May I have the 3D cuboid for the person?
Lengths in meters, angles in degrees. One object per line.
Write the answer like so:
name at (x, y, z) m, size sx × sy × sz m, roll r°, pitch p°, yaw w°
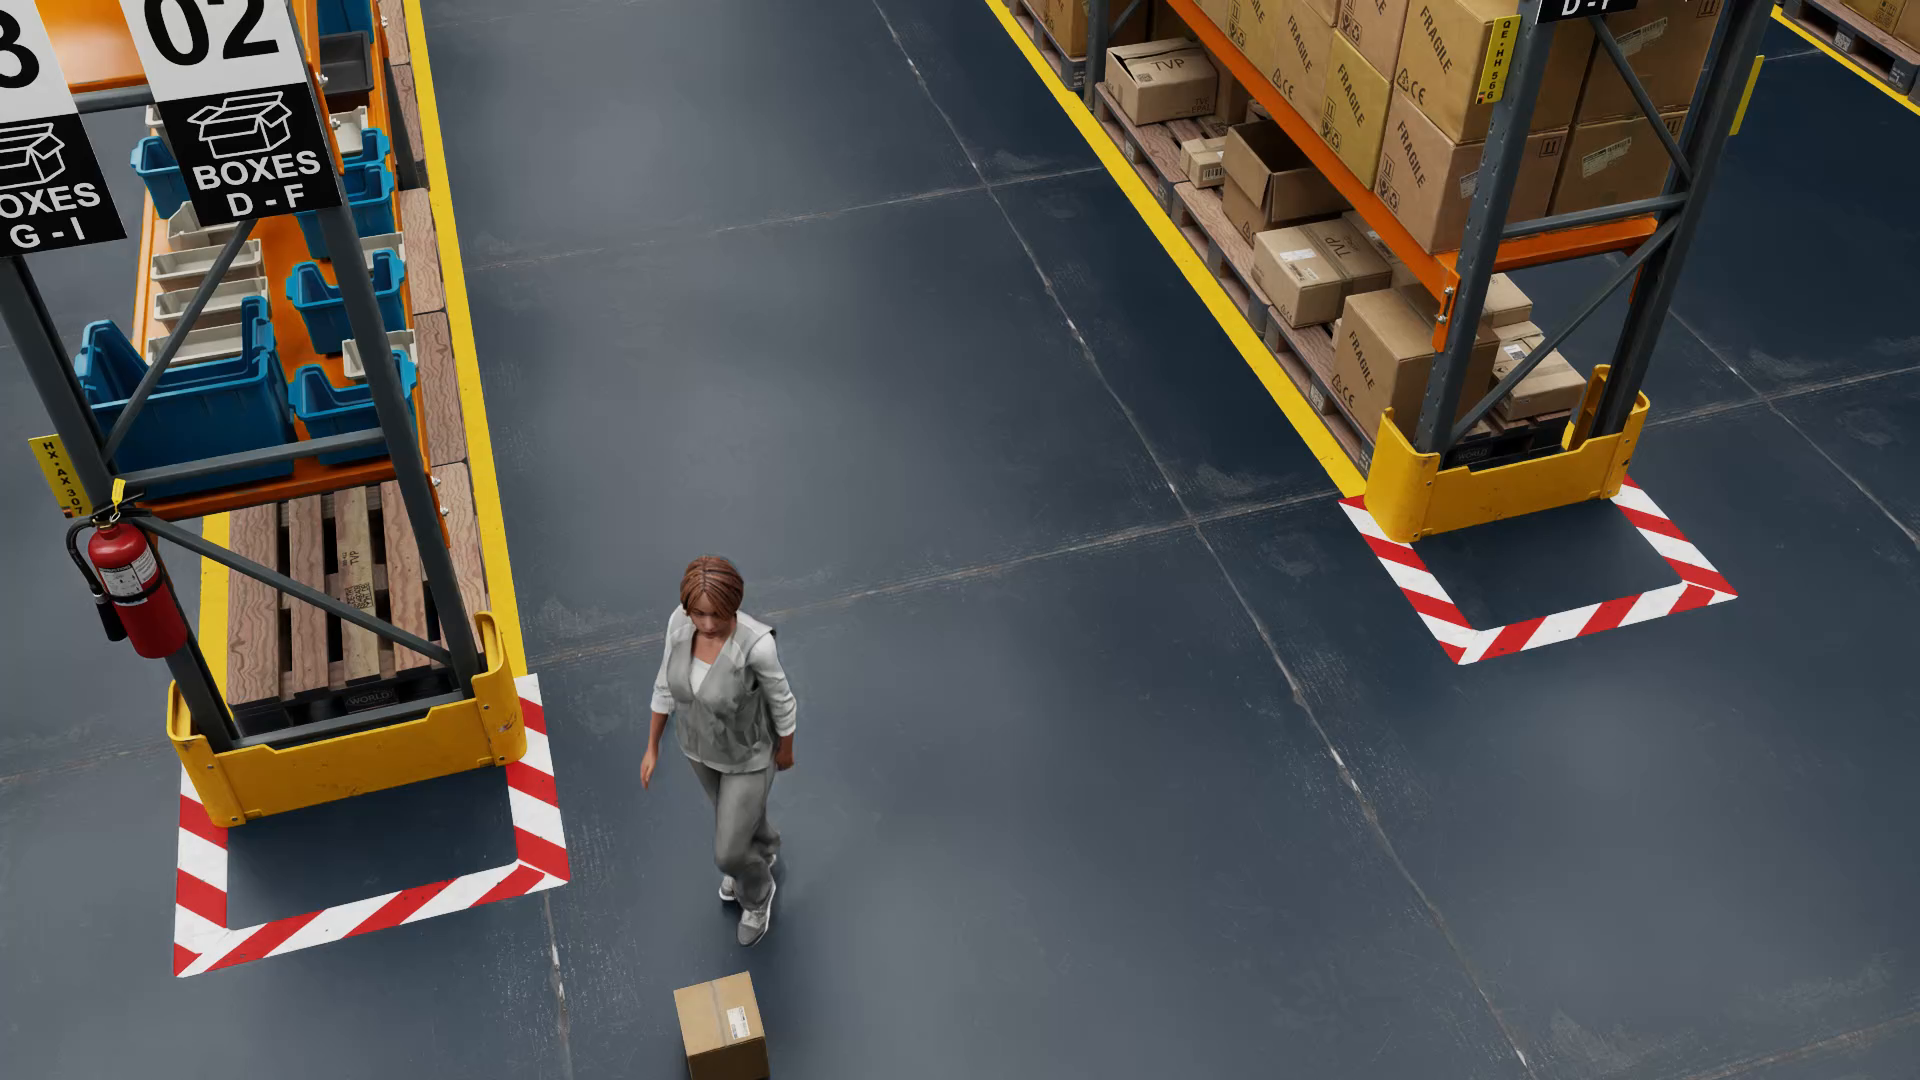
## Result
person at (-0.768, 0.704, 5.413) m, size 0.432 × 1.641 × 0.451 m, roll 24°, pitch 48°, yaw 24°
